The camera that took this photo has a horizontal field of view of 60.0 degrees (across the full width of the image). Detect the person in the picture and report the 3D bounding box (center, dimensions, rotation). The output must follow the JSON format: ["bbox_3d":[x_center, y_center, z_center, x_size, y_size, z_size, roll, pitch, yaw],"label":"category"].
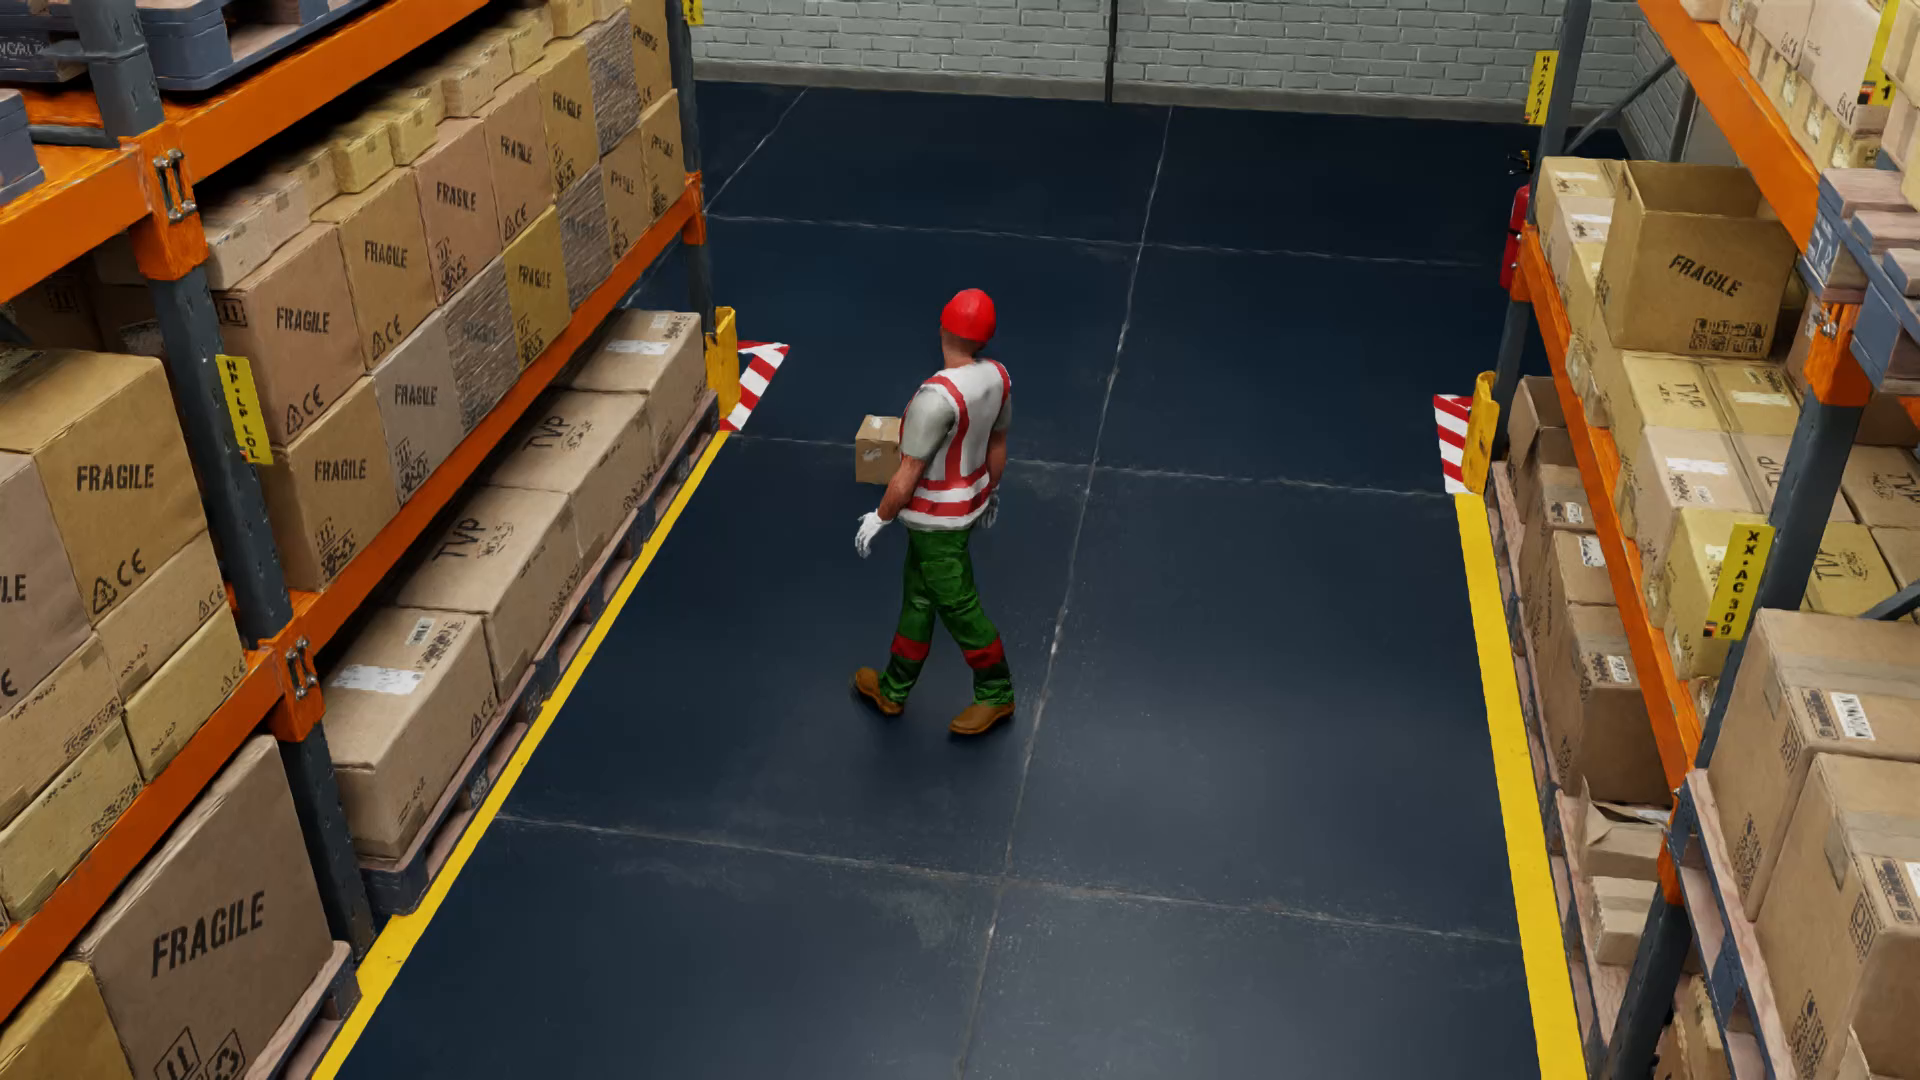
[{"bbox_3d":[-0.092,-0.109,6.306,0.690,1.752,0.594,11,34,17],"label":"person"}]
